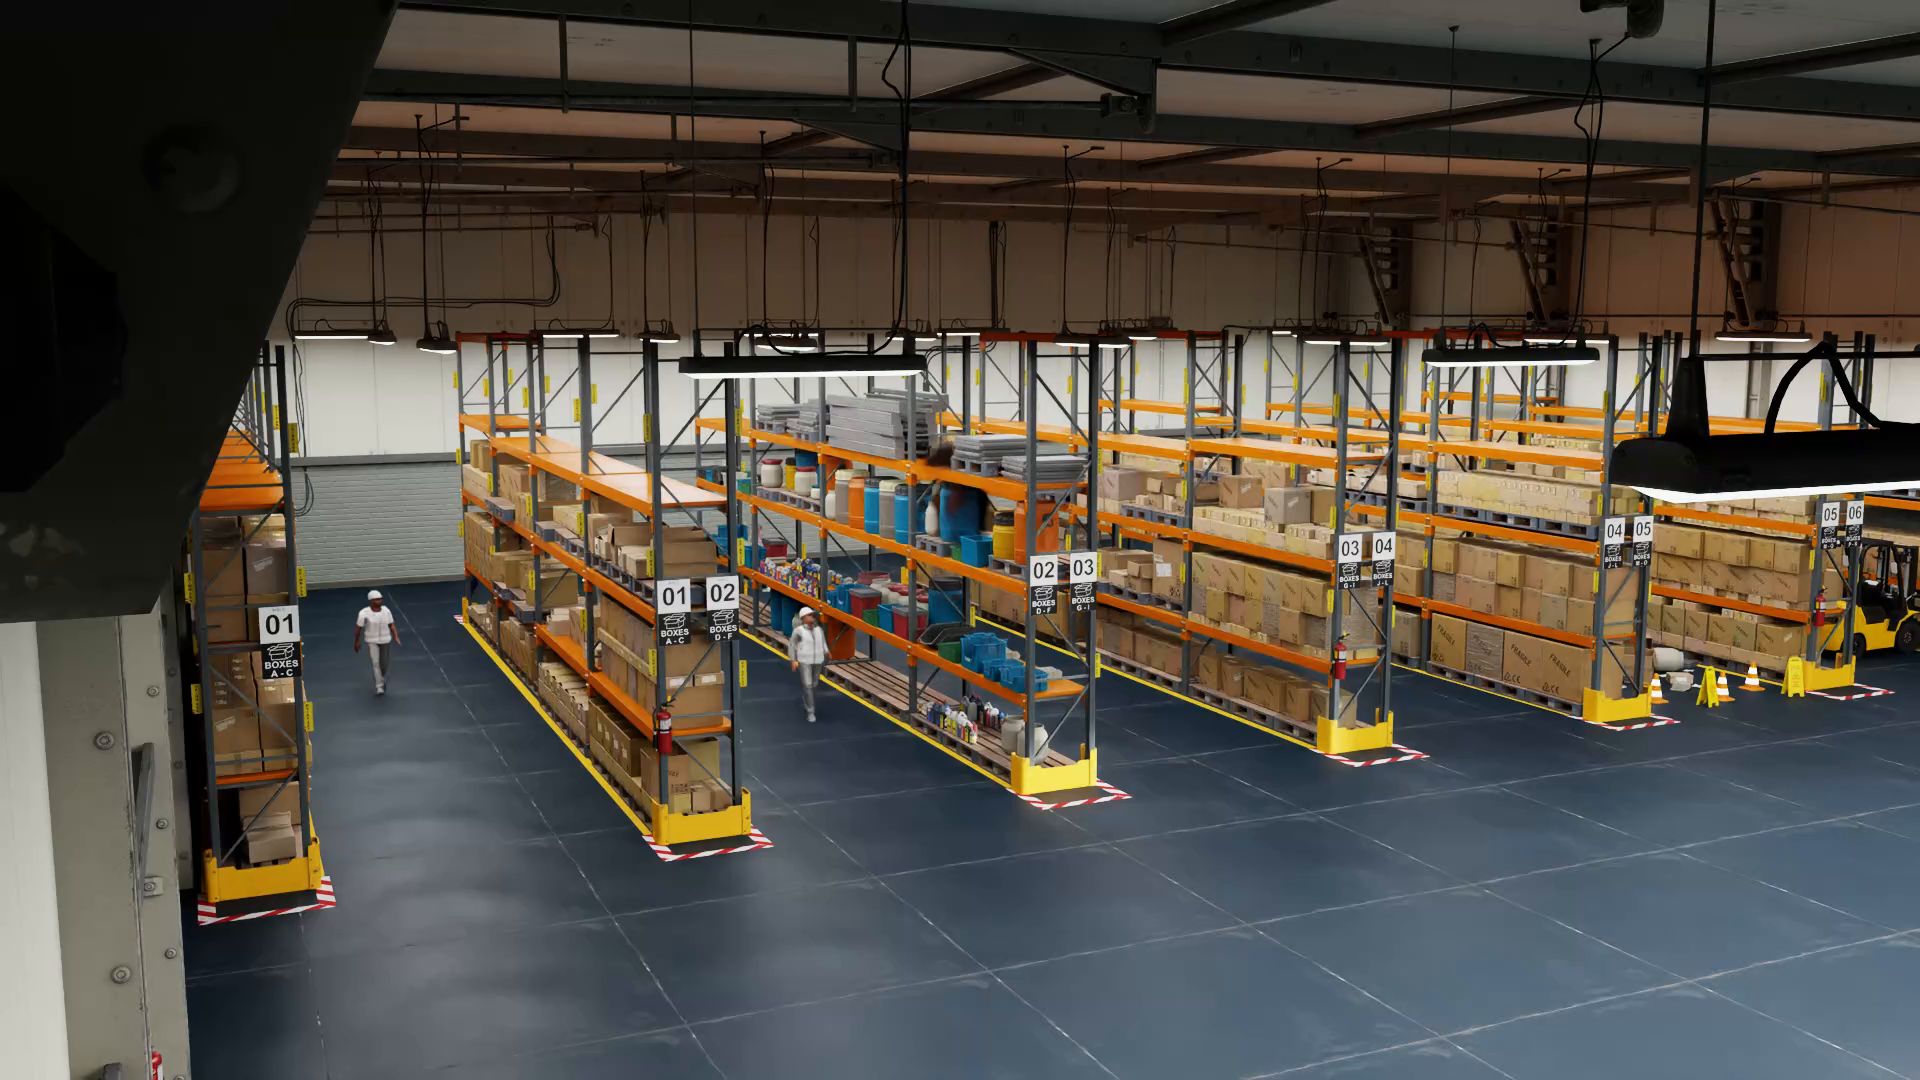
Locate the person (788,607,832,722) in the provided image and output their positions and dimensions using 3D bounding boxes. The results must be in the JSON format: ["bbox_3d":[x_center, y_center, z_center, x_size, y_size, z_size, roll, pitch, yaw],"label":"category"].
[{"bbox_3d":[-2.393,1.948,26.376,0.630,1.767,0.940,-3,8,-23],"label":"person"}]

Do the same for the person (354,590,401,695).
[{"bbox_3d":[-9.845,1.706,28.099,0.731,1.725,1.080,-4,9,-29],"label":"person"}]

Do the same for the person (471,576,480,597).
[{"bbox_3d":[-10.603,0.536,37.135,1.015,1.597,0.555,5,9,34],"label":"person"}]

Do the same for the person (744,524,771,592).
[{"bbox_3d":[-4.664,0.401,38.246,0.783,1.554,0.454,5,9,33],"label":"person"}]

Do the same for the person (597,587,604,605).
[{"bbox_3d":[-7.770,0.668,36.021,0.499,1.680,0.515,3,8,23],"label":"person"}]
